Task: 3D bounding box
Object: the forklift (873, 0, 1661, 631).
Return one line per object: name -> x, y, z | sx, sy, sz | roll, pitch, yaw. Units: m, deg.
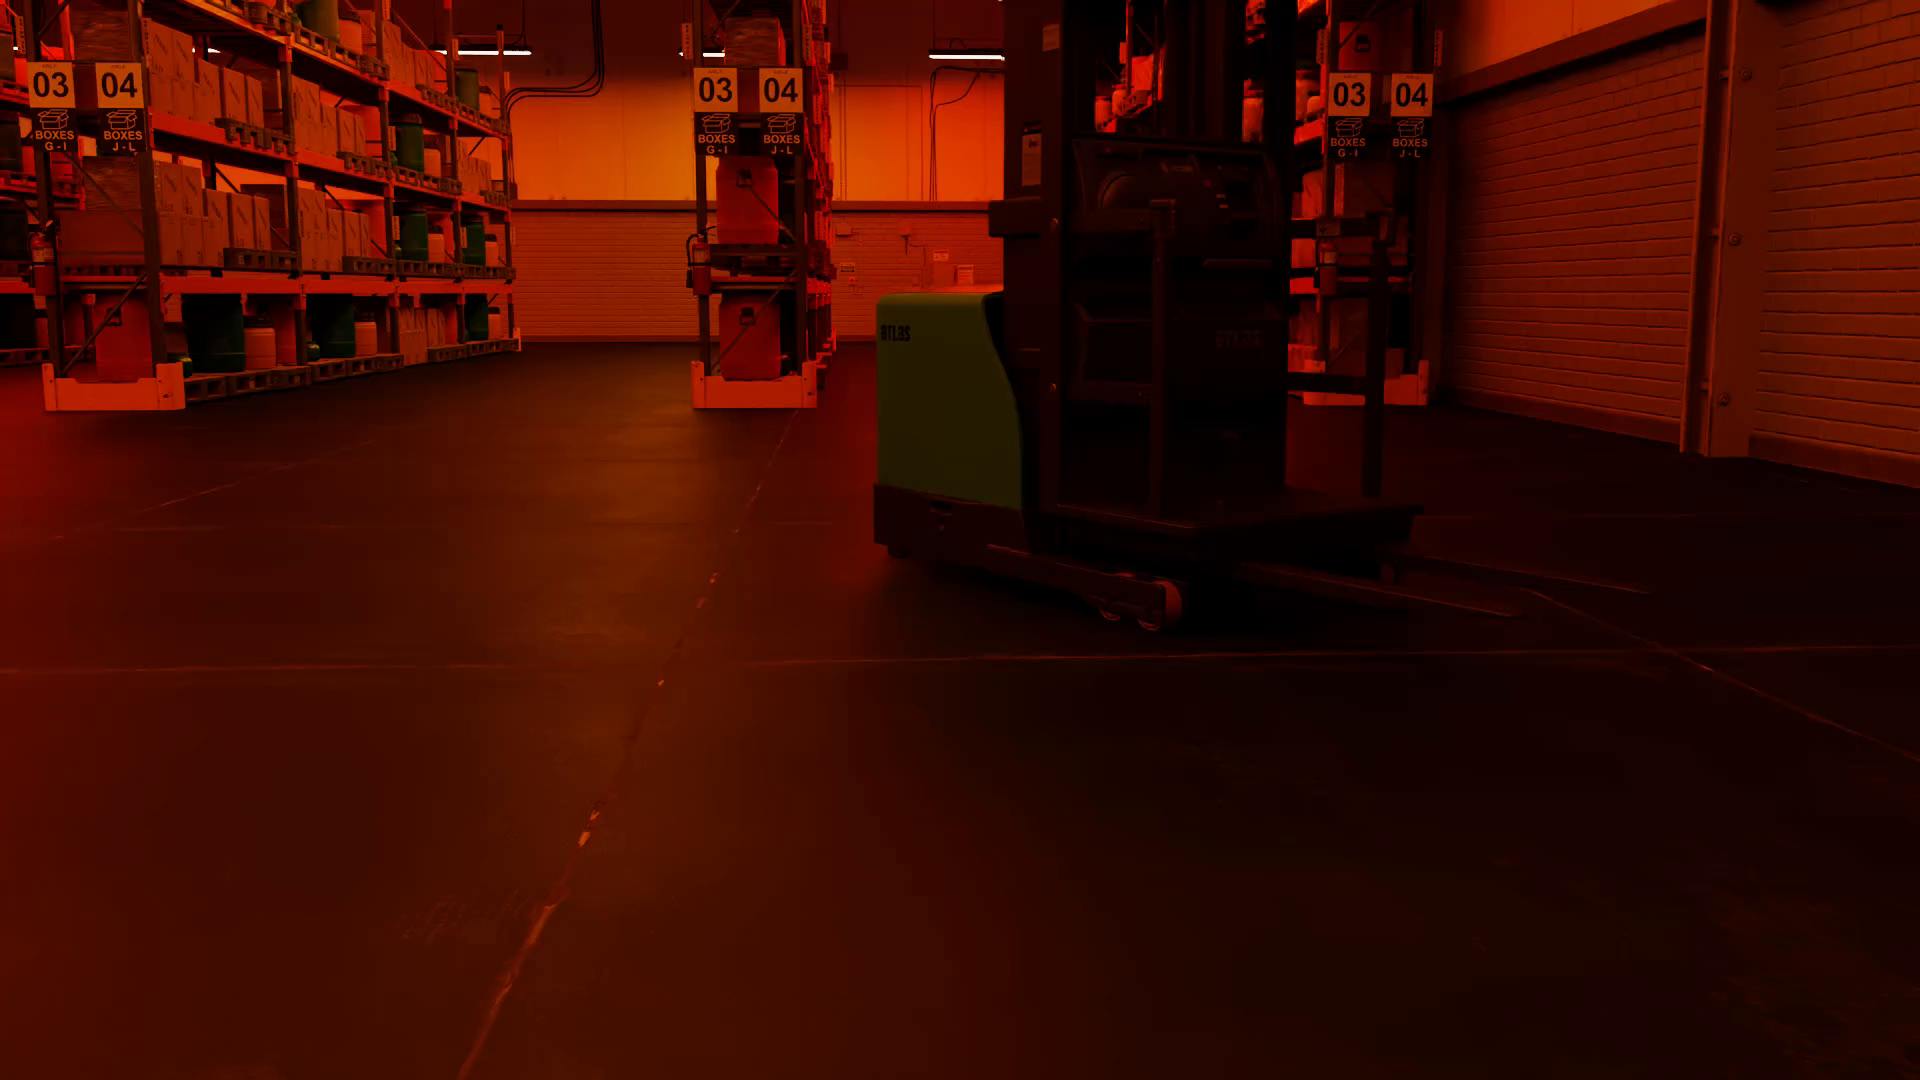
forklift -> 0.893, -1.236, 5.656 | 1.130, 2.935, 3.031 | -6, 10, -34
